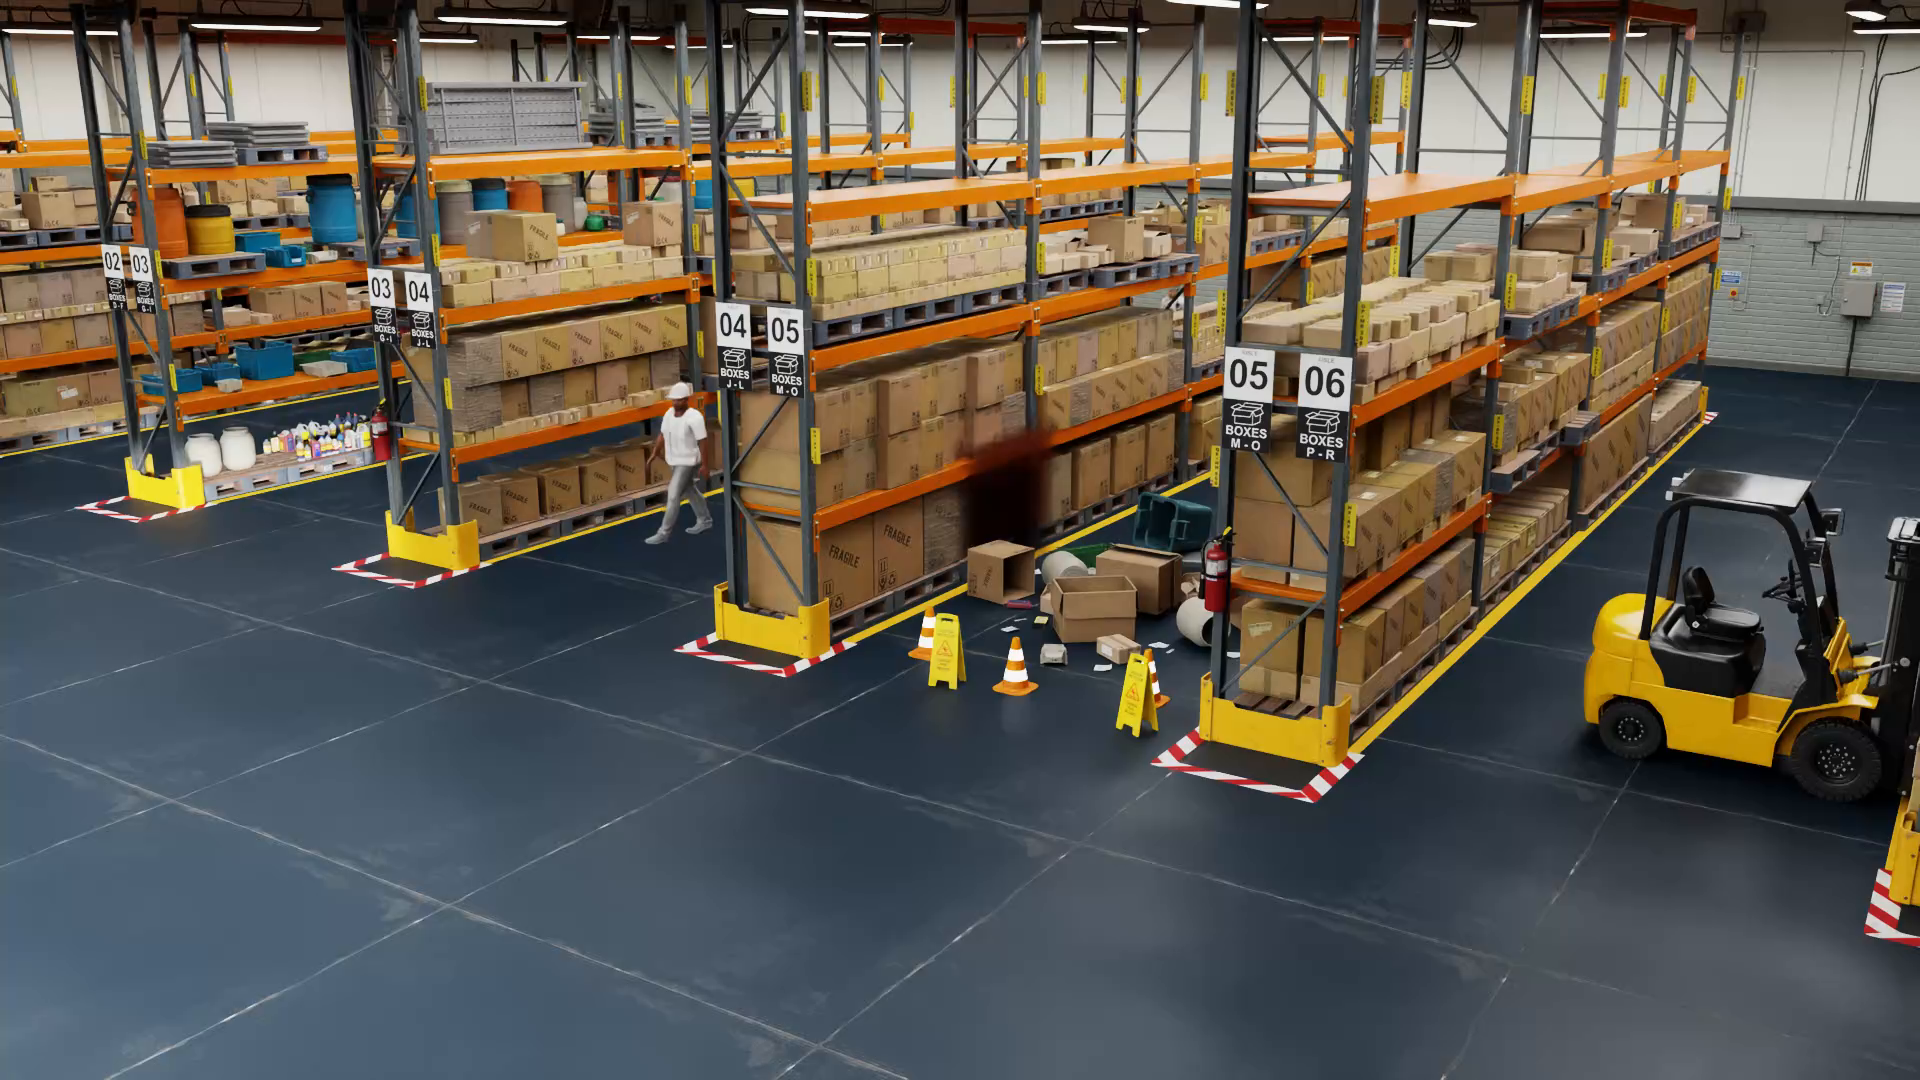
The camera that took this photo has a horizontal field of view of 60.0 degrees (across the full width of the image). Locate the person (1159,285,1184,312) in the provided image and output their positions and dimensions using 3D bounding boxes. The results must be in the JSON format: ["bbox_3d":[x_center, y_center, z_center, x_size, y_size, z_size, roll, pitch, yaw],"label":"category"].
[{"bbox_3d":[3.876,-3.855,30.056,0.646,1.631,0.578,7,17,25],"label":"person"}]

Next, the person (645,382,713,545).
[{"bbox_3d":[-3.042,-0.840,17.949,0.659,1.735,0.938,13,20,39],"label":"person"}]
